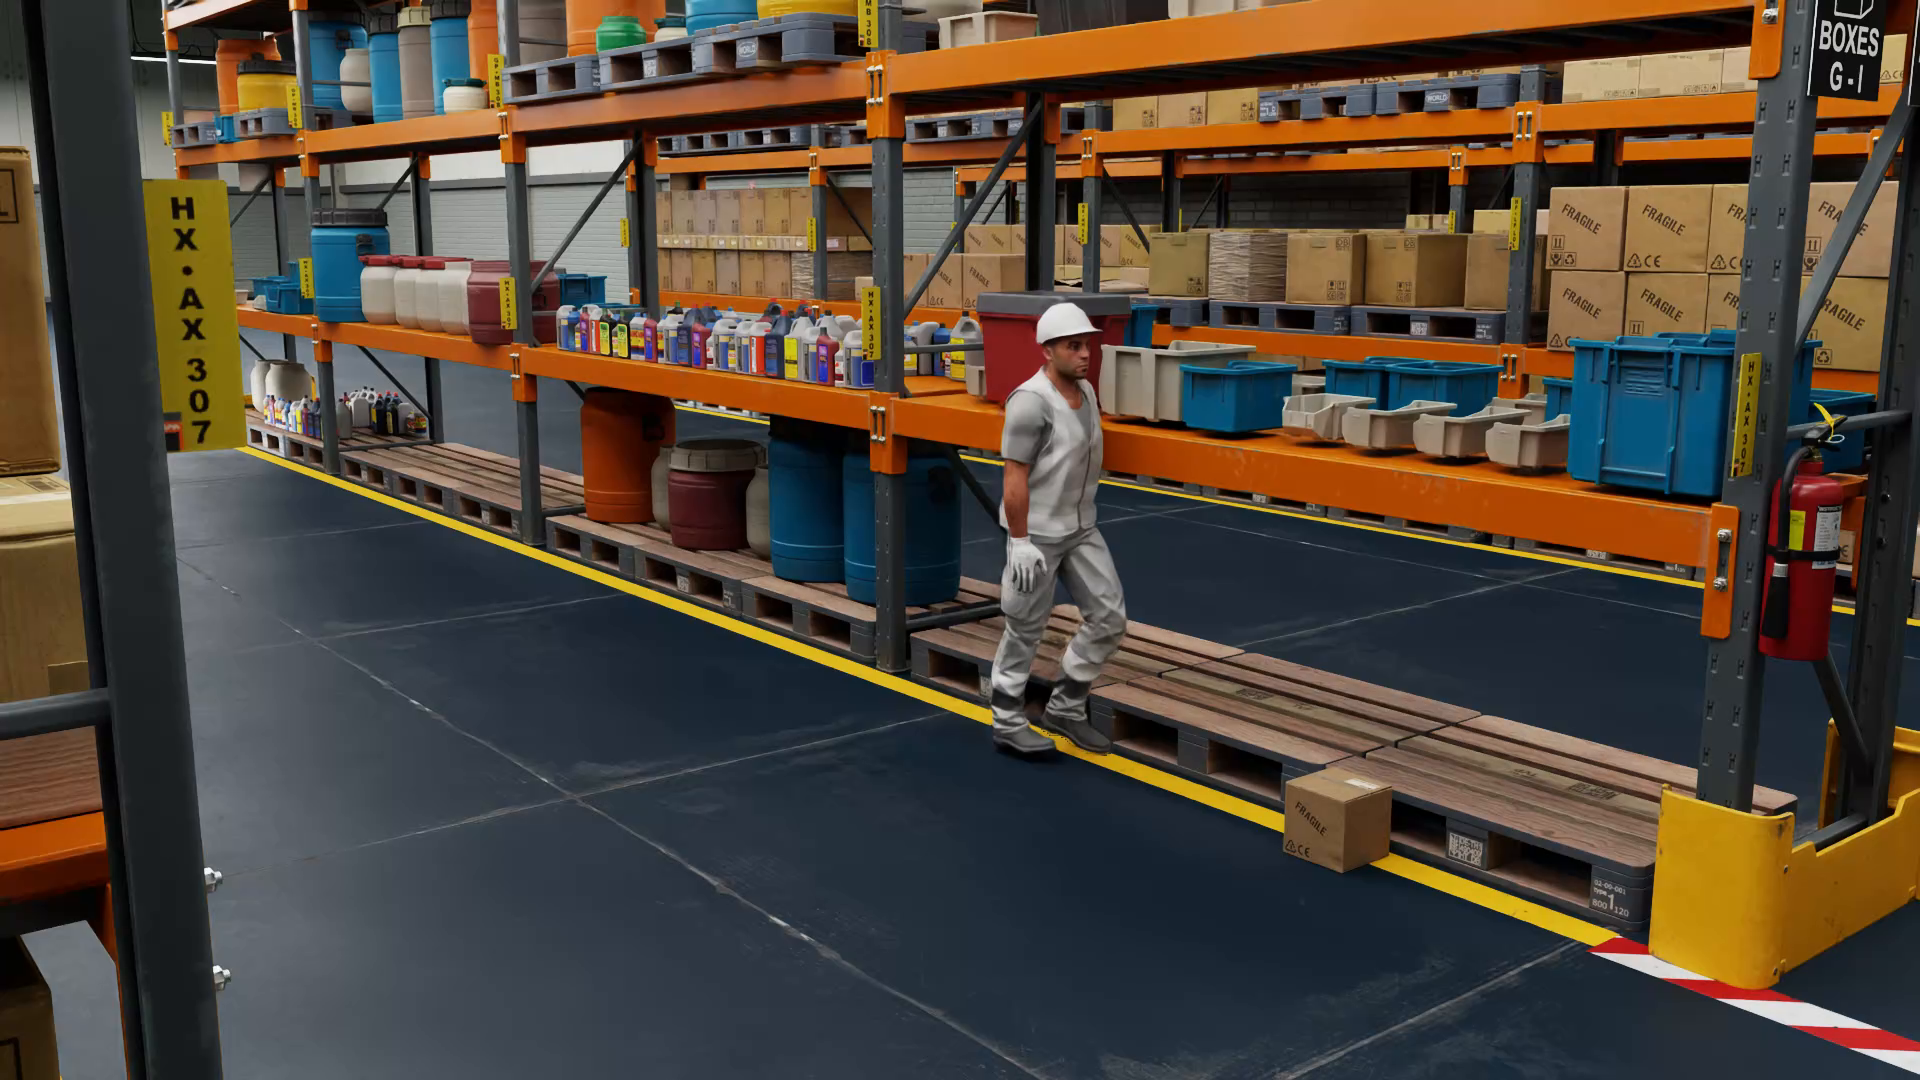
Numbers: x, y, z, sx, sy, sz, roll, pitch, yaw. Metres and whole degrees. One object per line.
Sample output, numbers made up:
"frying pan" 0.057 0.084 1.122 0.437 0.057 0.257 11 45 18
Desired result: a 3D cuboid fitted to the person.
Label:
"person" 0.342 -0.019 6.390 0.527 1.776 0.580 9 14 40
